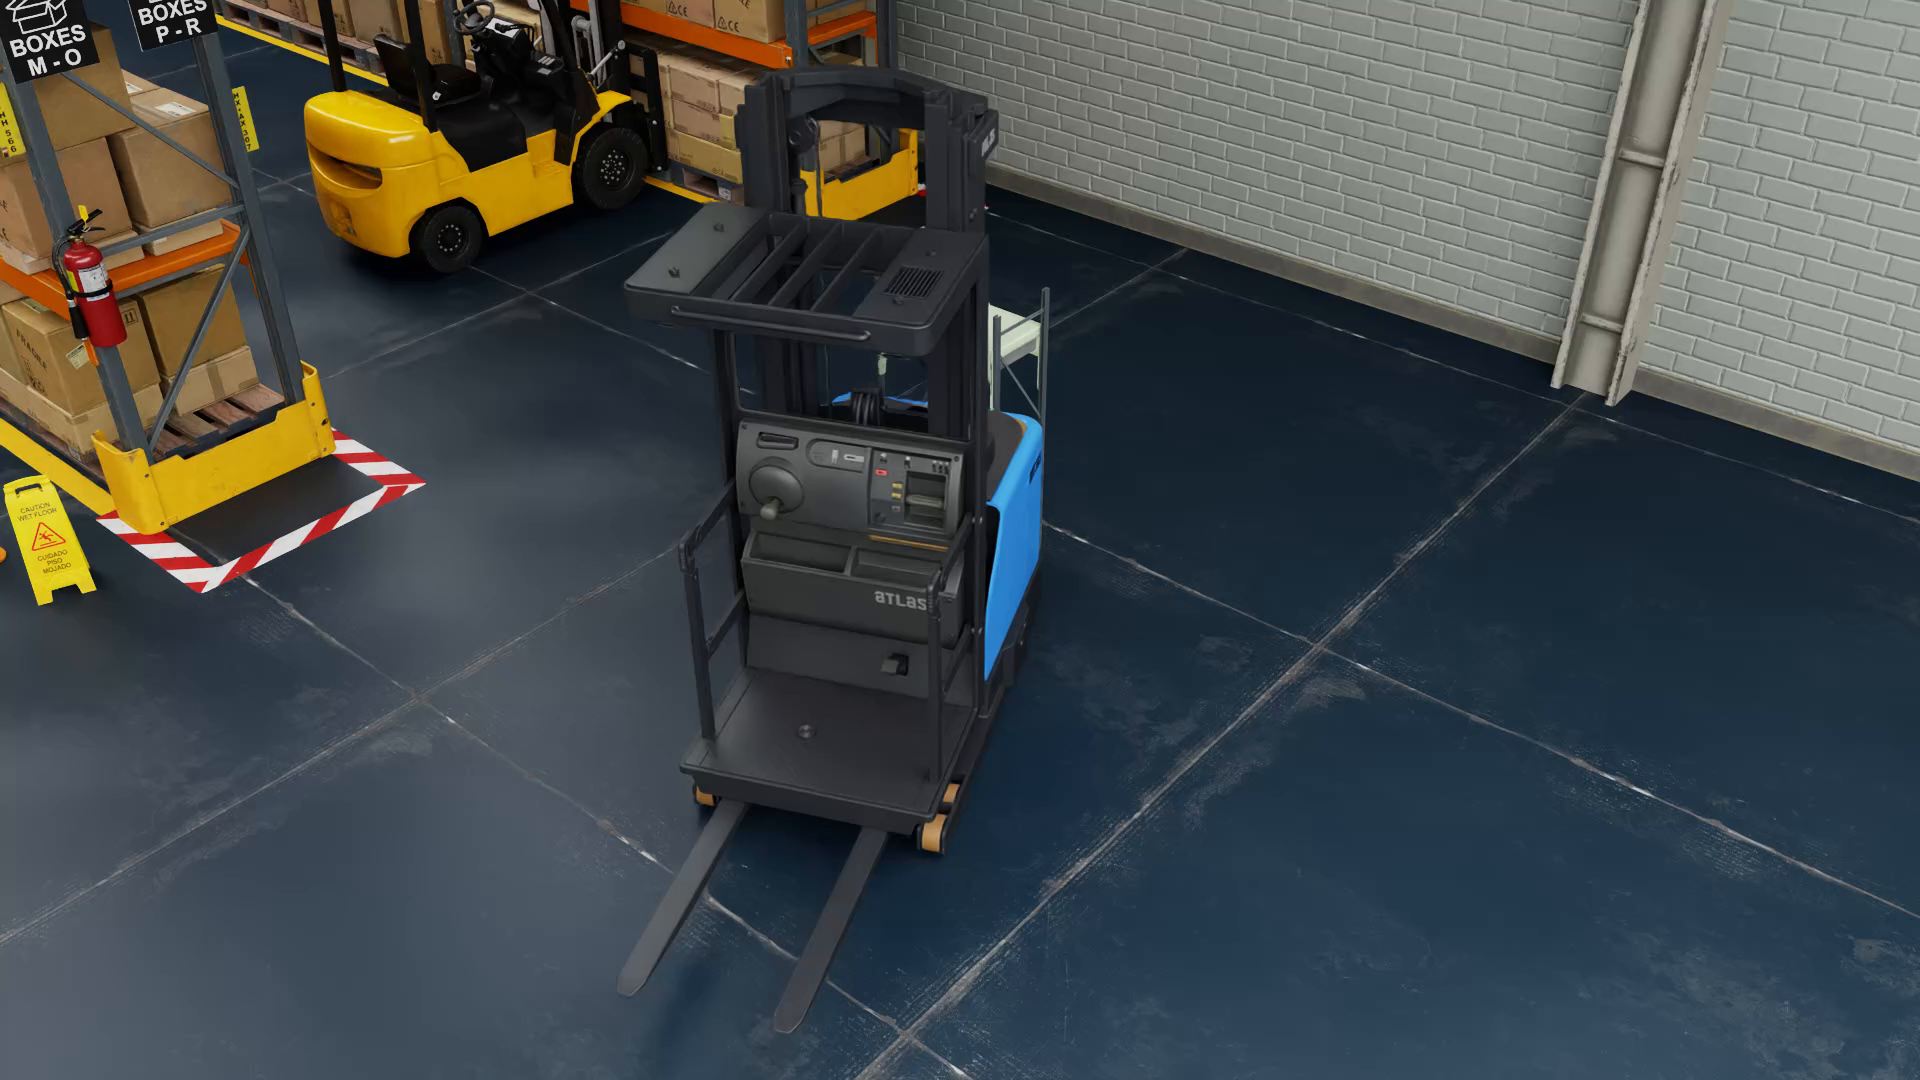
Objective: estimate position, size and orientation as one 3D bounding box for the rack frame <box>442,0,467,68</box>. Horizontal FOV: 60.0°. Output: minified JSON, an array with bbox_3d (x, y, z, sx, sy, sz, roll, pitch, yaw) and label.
[{"bbox_3d":[-3.889,-5.147,13.595,0.127,3.000,1.000,25,42,32],"label":"rack frame"}]

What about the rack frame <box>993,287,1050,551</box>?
[{"bbox_3d":[0.286,-0.483,8.129,0.023,1.500,0.400,25,42,32],"label":"rack frame"}]

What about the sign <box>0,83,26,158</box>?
[{"bbox_3d":[-4.358,-1.910,7.580,0.005,0.325,0.100,25,42,32],"label":"sign"}]

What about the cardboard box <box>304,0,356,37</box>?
[{"bbox_3d":[-5.467,-5.081,15.225,0.625,0.625,0.875,23,41,30],"label":"cardboard box"}]

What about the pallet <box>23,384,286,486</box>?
[{"bbox_3d":[-4.648,-0.725,9.619,1.213,0.211,1.003,25,42,32],"label":"pallet"}]

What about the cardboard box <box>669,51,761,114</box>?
[{"bbox_3d":[-1.764,-3.363,12.172,0.500,0.250,0.500,26,42,33],"label":"cardboard box"}]

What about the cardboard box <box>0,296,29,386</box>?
[{"bbox_3d":[-5.173,-1.250,9.316,0.500,0.500,0.500,27,43,33],"label":"cardboard box"}]

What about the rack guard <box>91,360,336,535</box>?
[{"bbox_3d":[-4.046,-0.534,9.086,0.348,0.500,1.175,25,42,32],"label":"rack guard"}]

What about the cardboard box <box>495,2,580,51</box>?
[{"bbox_3d":[-3.331,-4.097,13.241,0.500,0.250,0.500,25,42,32],"label":"cardboard box"}]

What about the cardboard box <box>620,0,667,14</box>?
[{"bbox_3d":[-2.148,-4.180,12.099,0.500,0.500,0.500,24,41,31],"label":"cardboard box"}]

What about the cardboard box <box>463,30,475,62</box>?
[{"bbox_3d":[-3.714,-4.083,13.662,0.500,0.250,0.500,25,42,32],"label":"cardboard box"}]

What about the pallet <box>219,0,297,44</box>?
[{"bbox_3d":[-6.355,-5.131,16.035,1.213,0.211,1.003,25,42,32],"label":"pallet"}]

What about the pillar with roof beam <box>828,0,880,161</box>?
[{"bbox_3d":[-3.528,-4.942,7.997,0.400,9.000,9.100,25,42,32],"label":"pillar with roof beam"}]

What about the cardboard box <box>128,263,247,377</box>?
[{"bbox_3d":[-4.449,-1.307,9.398,0.500,0.500,0.500,24,41,30],"label":"cardboard box"}]

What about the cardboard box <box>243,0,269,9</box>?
[{"bbox_3d":[-6.492,-5.558,15.920,0.625,0.625,0.875,27,43,33],"label":"cardboard box"}]

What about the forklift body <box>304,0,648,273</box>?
[{"bbox_3d":[-3.439,-3.241,11.570,1.214,2.155,2.313,25,42,32],"label":"forklift body"}]

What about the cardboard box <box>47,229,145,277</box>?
[{"bbox_3d":[-4.412,-1.476,8.471,0.250,0.149,0.380,27,43,33],"label":"cardboard box"}]

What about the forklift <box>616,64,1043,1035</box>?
[{"bbox_3d":[-0.500,-0.167,6.404,1.130,2.935,3.031,9,36,13],"label":"forklift"}]

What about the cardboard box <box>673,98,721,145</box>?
[{"bbox_3d":[-1.767,-3.170,12.333,0.500,0.250,0.500,25,42,31],"label":"cardboard box"}]

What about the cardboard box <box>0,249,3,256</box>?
[{"bbox_3d":[-4.861,-1.621,8.683,0.250,0.149,0.380,24,41,31],"label":"cardboard box"}]

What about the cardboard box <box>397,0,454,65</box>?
[{"bbox_3d":[-4.297,-4.525,14.416,0.625,0.625,0.875,27,43,34],"label":"cardboard box"}]

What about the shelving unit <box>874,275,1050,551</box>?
[{"bbox_3d":[0.005,-0.616,8.322,0.755,1.500,0.431,25,42,32],"label":"shelving unit"}]

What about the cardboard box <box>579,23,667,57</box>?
[{"bbox_3d":[-2.543,-3.728,12.704,0.500,0.250,0.500,24,41,31],"label":"cardboard box"}]

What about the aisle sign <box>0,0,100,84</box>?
[{"bbox_3d":[-4.126,-2.460,7.386,0.004,0.787,0.394,25,42,32],"label":"aisle sign"}]

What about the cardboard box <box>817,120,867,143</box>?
[{"bbox_3d":[-1.043,-3.204,12.382,0.500,0.250,0.500,26,42,33],"label":"cardboard box"}]

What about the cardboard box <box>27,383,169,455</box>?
[{"bbox_3d":[-4.799,-0.761,9.266,0.500,0.250,0.500,25,42,32],"label":"cardboard box"}]

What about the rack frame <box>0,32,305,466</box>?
[{"bbox_3d":[-3.988,-1.537,8.338,0.127,3.000,1.000,25,42,32],"label":"rack frame"}]

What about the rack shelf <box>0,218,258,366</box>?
[{"bbox_3d":[-5.525,-1.965,9.597,4.000,0.370,1.077,25,42,32],"label":"rack shelf"}]

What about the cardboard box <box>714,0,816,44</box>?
[{"bbox_3d":[-1.361,-3.803,11.550,0.500,0.500,0.500,24,41,31],"label":"cardboard box"}]

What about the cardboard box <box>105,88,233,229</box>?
[{"bbox_3d":[-4.174,-1.993,8.651,0.500,0.500,0.500,25,41,31],"label":"cardboard box"}]

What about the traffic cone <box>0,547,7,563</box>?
[{"bbox_3d":[-5.144,-0.086,8.466,0.334,0.463,0.336,25,42,32],"label":"traffic cone"}]

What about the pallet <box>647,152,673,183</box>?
[{"bbox_3d":[-2.363,-3.249,13.295,1.213,0.211,1.003,25,42,32],"label":"pallet"}]

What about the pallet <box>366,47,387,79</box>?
[{"bbox_3d":[-4.480,-4.247,14.748,1.213,0.211,1.003,25,42,32],"label":"pallet"}]

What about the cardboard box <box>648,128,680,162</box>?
[{"bbox_3d":[-2.133,-3.140,12.730,0.500,0.250,0.500,26,42,32],"label":"cardboard box"}]

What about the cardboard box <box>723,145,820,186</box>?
[{"bbox_3d":[-1.378,-2.770,12.192,0.500,0.250,0.500,26,42,32],"label":"cardboard box"}]

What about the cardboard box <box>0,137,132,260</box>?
[{"bbox_3d":[-4.581,-1.777,8.337,0.500,0.500,0.500,24,41,31],"label":"cardboard box"}]

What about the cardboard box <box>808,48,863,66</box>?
[{"bbox_3d":[-1.063,-3.406,12.235,0.500,0.250,0.500,25,41,31],"label":"cardboard box"}]
